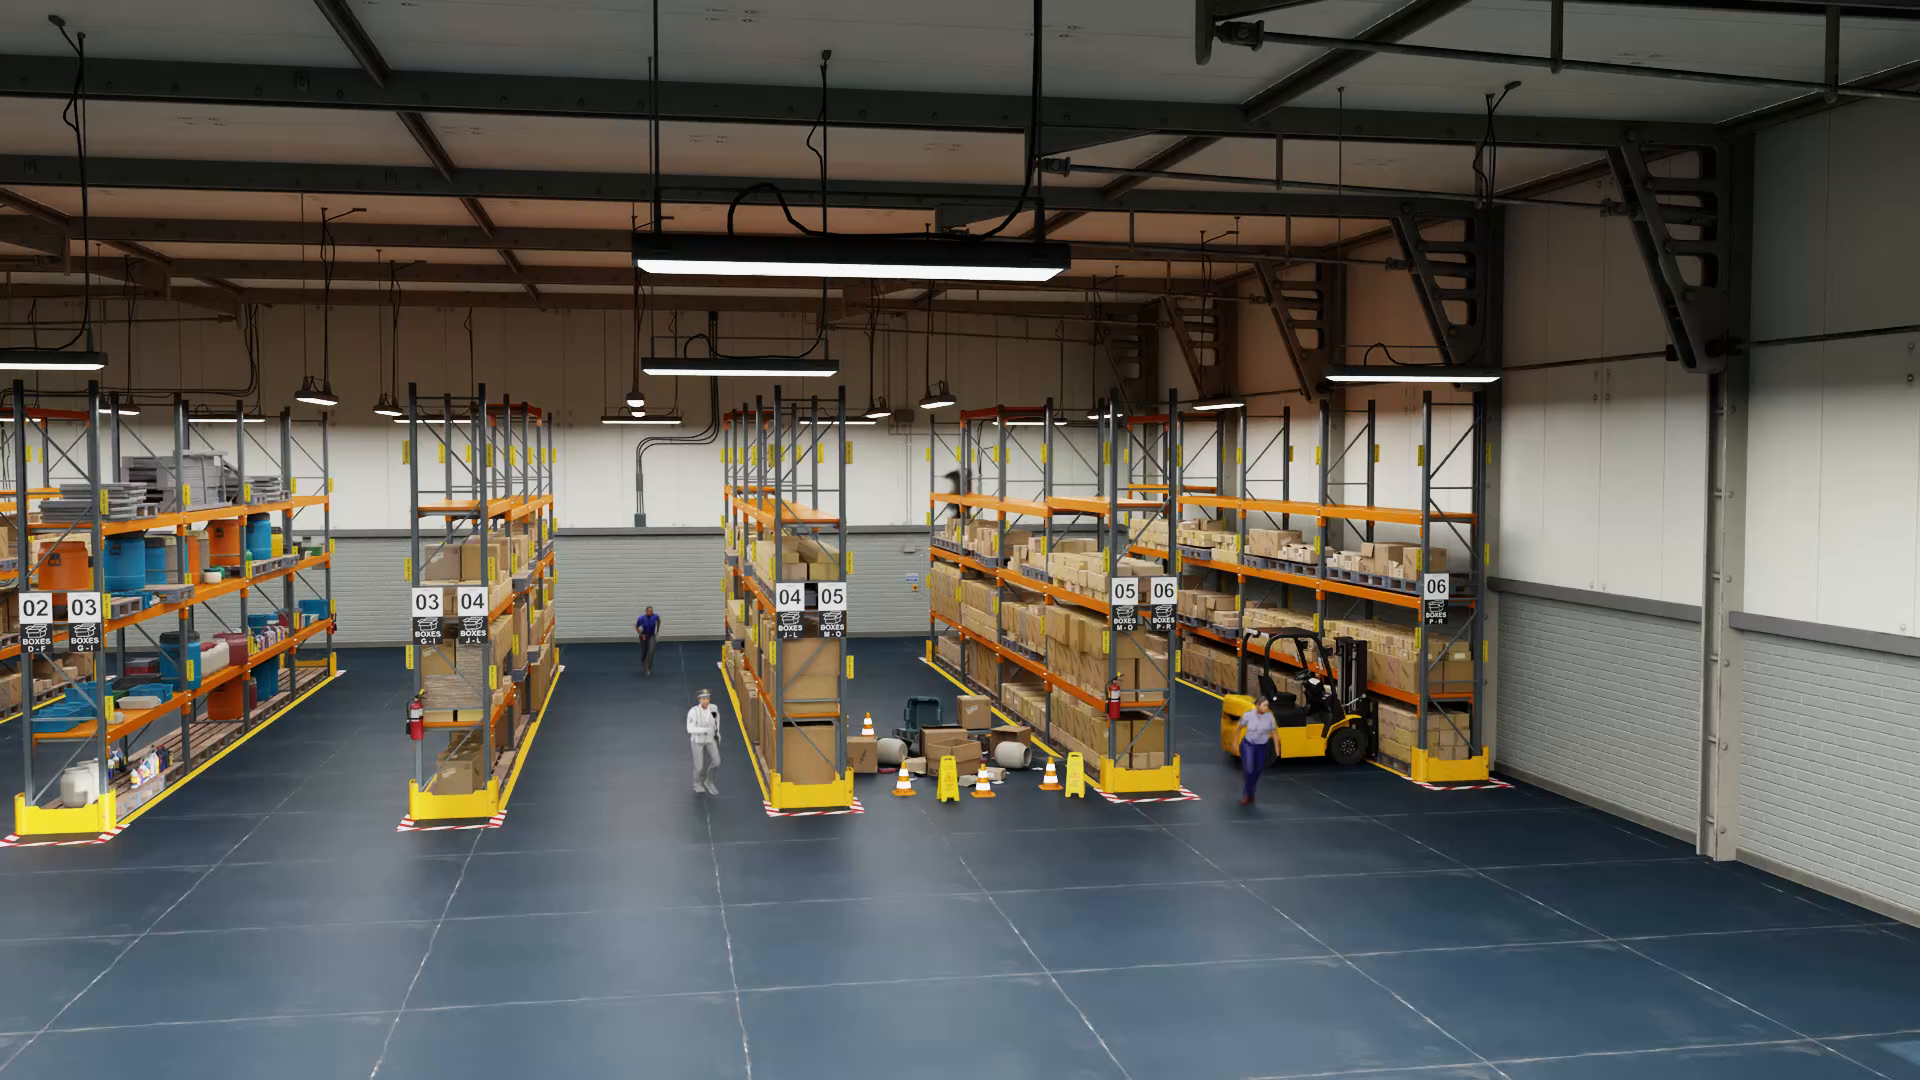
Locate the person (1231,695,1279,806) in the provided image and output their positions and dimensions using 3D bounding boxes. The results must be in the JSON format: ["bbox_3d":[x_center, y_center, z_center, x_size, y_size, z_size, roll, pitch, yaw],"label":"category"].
[{"bbox_3d":[4.236,2.989,23.770,0.585,1.590,0.710,-1,3,-11],"label":"person"}]

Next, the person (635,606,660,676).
[{"bbox_3d":[-7.218,2.290,38.349,0.597,1.619,0.959,-1,3,-24],"label":"person"}]

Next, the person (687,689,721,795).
[{"bbox_3d":[-3.745,2.949,24.362,0.575,1.600,0.811,-1,3,-26],"label":"person"}]
